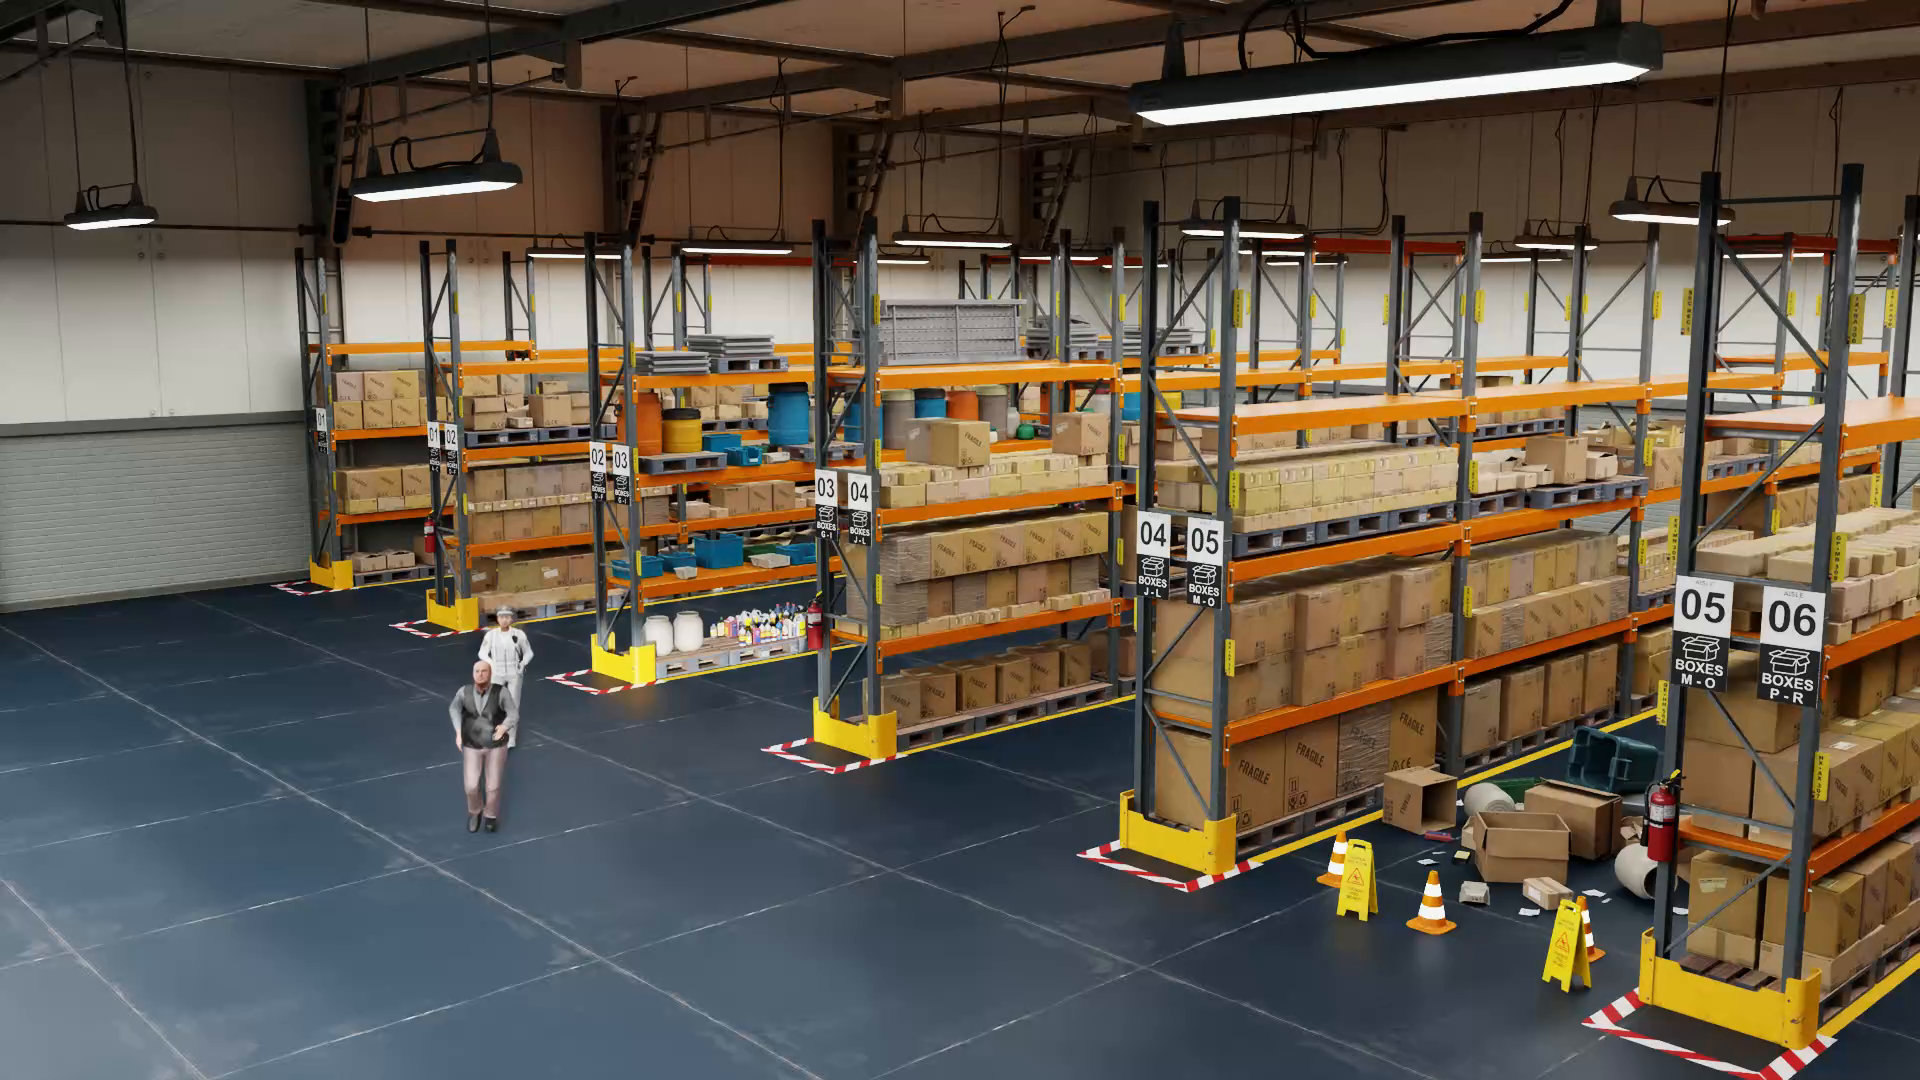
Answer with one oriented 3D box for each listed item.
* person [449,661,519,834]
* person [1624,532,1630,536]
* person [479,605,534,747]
[{"bbox_3d":[-4.557,2.037,15.959,0.661,1.626,0.637,-2,9,-13],"label":"person"},{"bbox_3d":[10.208,0.679,25.151,0.582,1.662,1.082,8,12,44],"label":"person"},{"bbox_3d":[-5.214,1.555,19.137,0.614,1.648,0.569,-2,9,-13],"label":"person"}]
